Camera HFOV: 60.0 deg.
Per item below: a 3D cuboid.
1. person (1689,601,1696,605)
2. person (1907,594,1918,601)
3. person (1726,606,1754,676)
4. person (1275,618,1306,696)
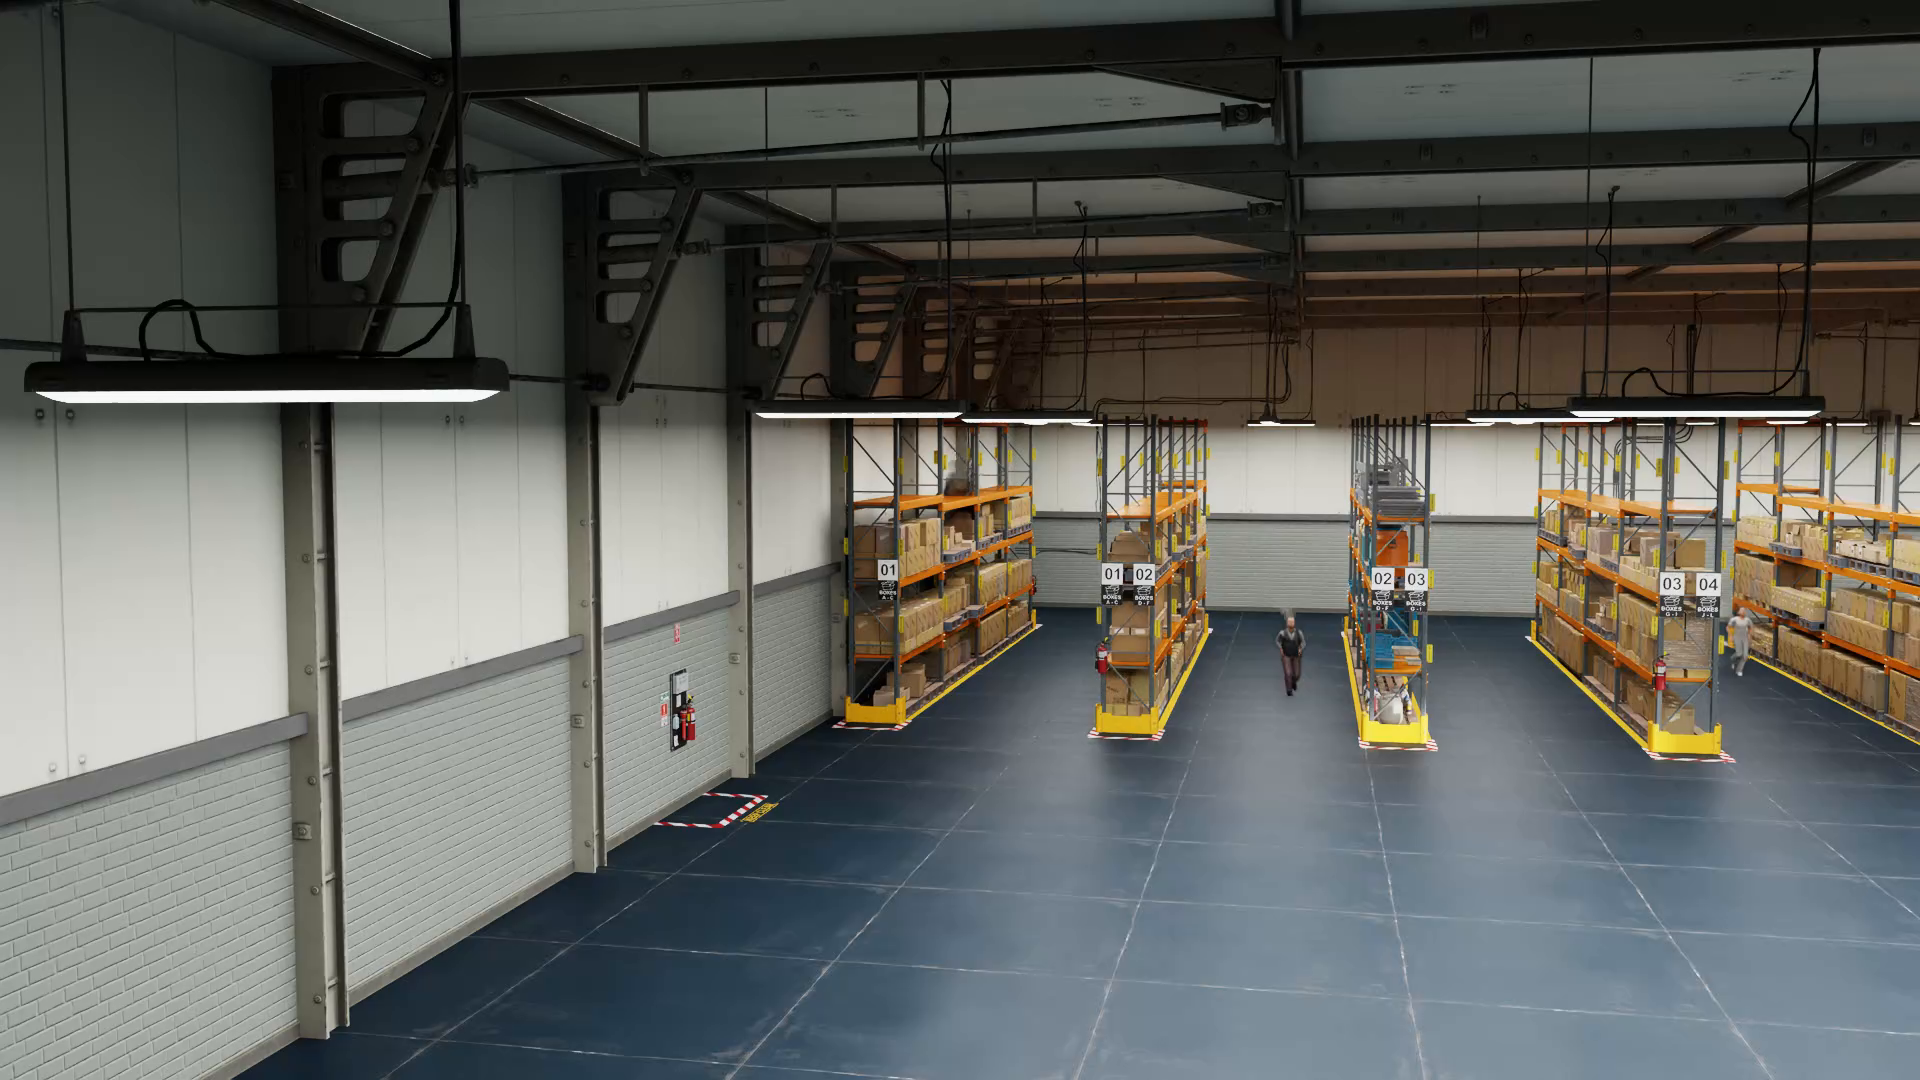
[{"bbox_3d":[19.025,2.067,43.371,0.772,1.615,0.797,2,4,22],"label":"person"},{"bbox_3d":[25.496,2.002,44.429,0.772,1.577,0.580,1,4,20],"label":"person"},{"bbox_3d":[18.164,2.347,38.689,0.572,1.622,0.565,1,4,8],"label":"person"},{"bbox_3d":[7.105,2.503,35.772,0.659,1.673,0.614,0,4,4],"label":"person"}]
